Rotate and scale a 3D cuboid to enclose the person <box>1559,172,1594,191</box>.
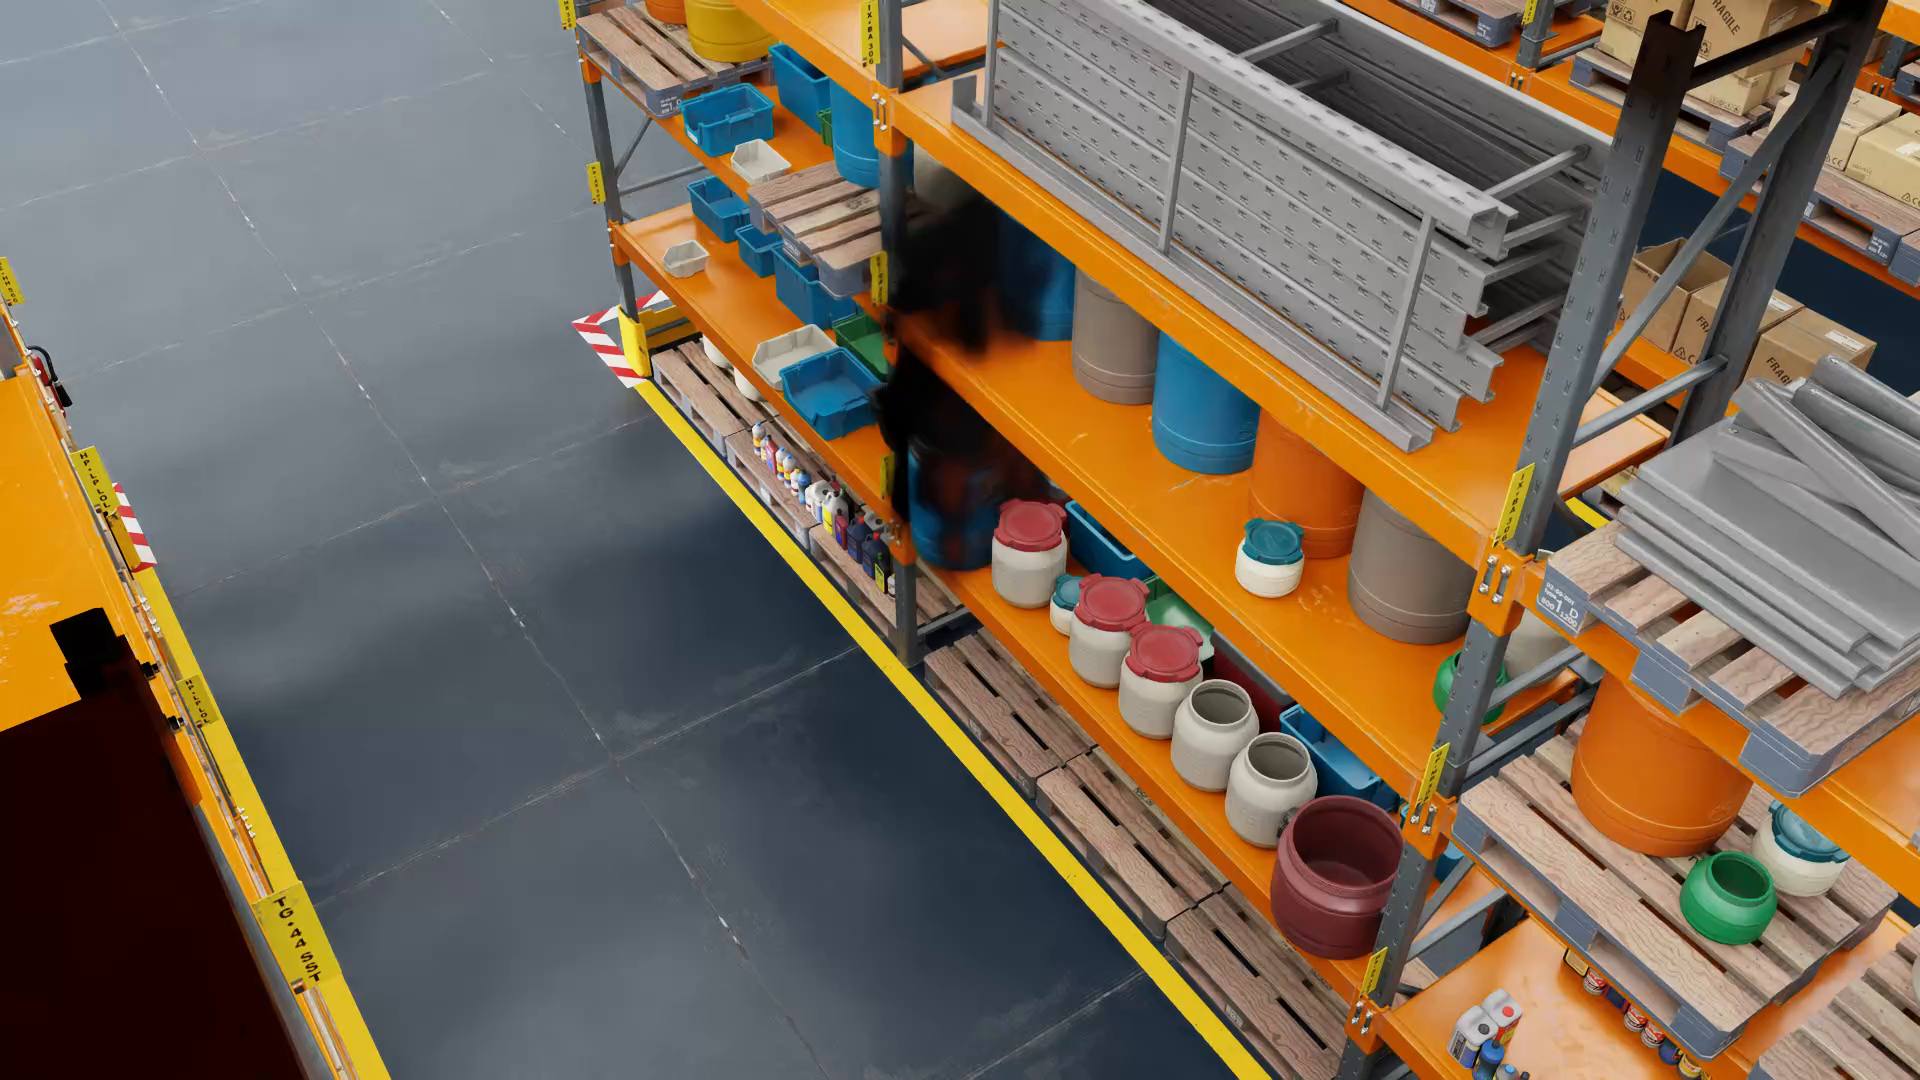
[{"bbox_3d":[5.094,-2.903,13.726,0.538,1.605,0.877,-34,52,-31],"label":"person"}]
